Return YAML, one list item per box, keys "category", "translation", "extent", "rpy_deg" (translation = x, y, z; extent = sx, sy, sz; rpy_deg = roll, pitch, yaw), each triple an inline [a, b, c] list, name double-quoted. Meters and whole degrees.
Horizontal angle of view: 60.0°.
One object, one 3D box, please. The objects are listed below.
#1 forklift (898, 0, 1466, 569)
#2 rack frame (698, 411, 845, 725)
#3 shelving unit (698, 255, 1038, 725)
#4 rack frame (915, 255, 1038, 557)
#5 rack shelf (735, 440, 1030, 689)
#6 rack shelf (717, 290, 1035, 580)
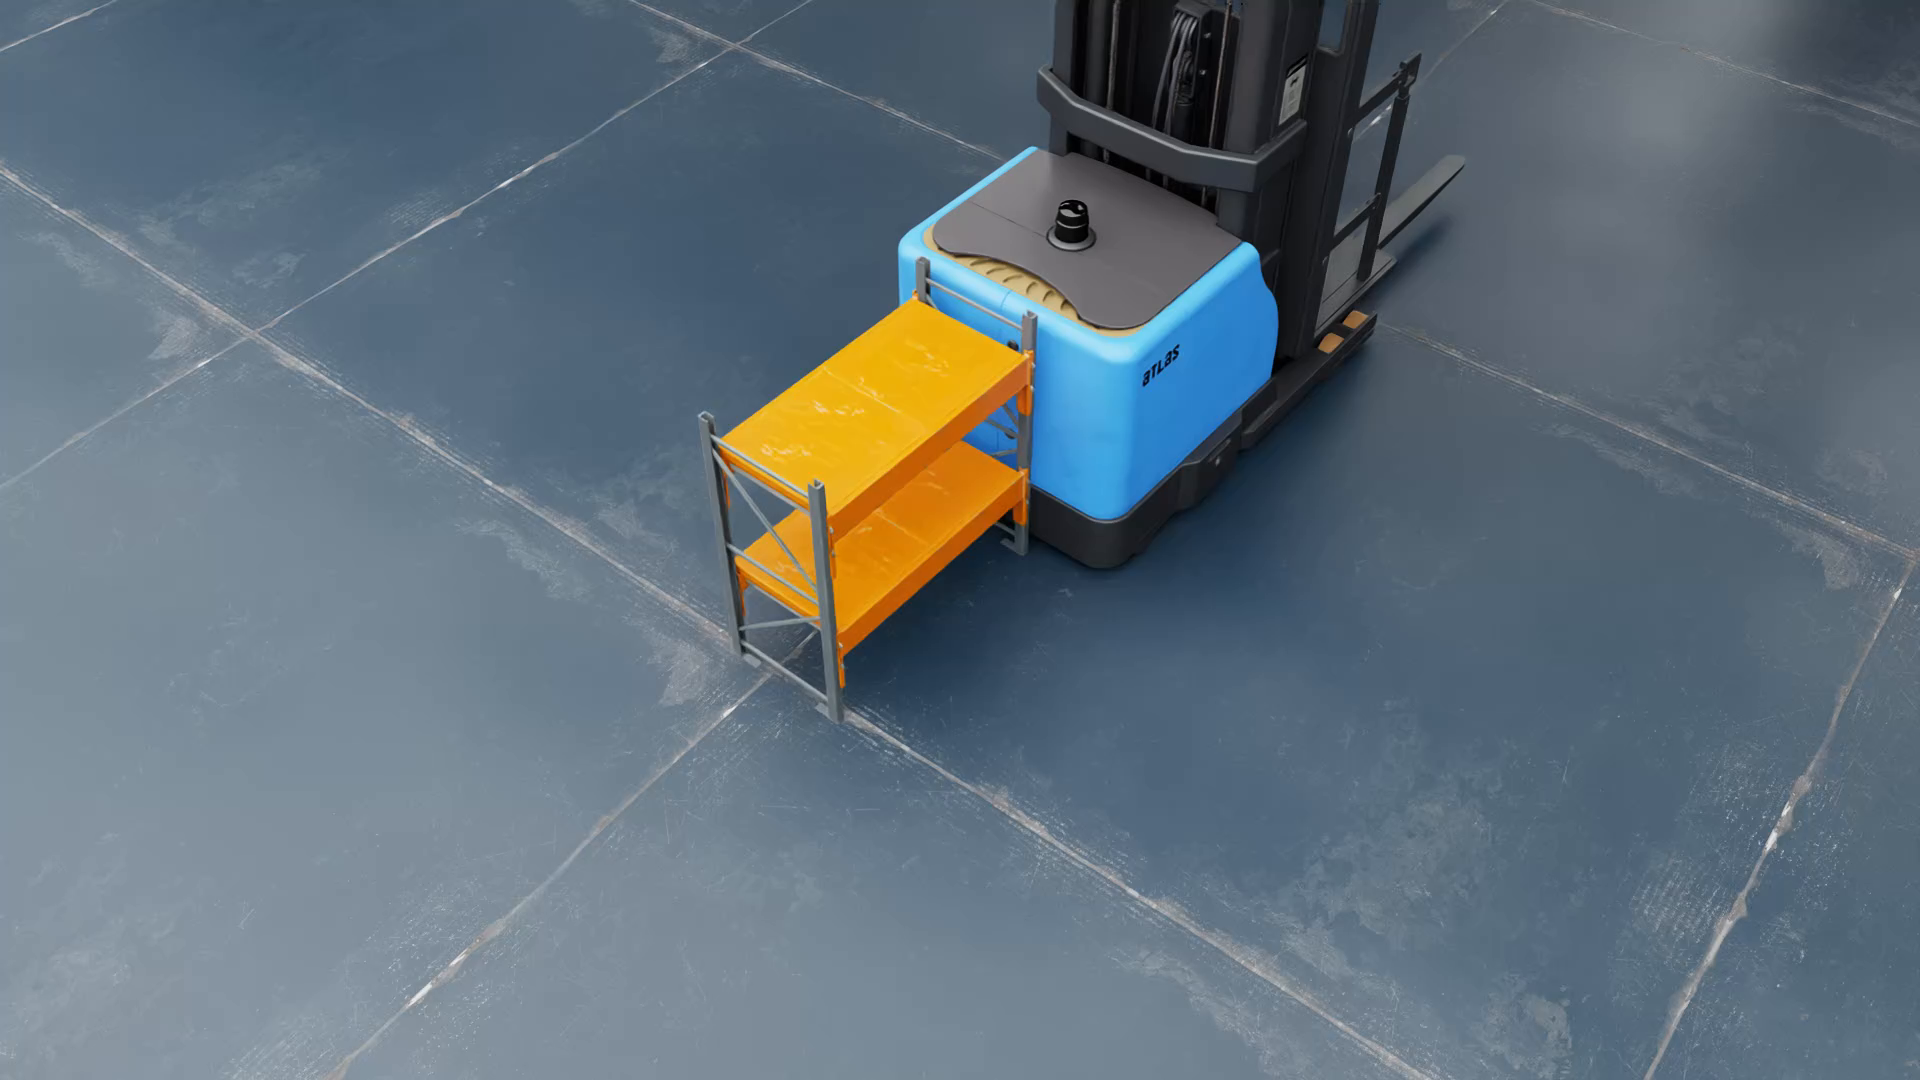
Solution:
- category: "forklift"
  translation: [1.093, -1.912, 6.049]
  extent: [1.130, 2.935, 3.031]
  rpy_deg: [31, 54, 26]
- category: "rack frame"
  translation: [-0.596, 0.118, 5.360]
  extent: [0.500, 1.125, 0.032]
  rpy_deg: [31, 54, 26]
- category: "shelving unit"
  translation: [-0.273, -0.166, 5.630]
  extent: [0.538, 1.125, 1.048]
  rpy_deg: [31, 54, 26]
- category: "rack frame"
  translation: [0.051, -0.449, 5.901]
  extent: [0.500, 1.125, 0.032]
  rpy_deg: [31, 54, 26]
- category: "rack shelf"
  translation: [-0.273, 0.003, 5.807]
  extent: [0.538, 0.278, 1.000]
  rpy_deg: [31, 54, 26]
- category: "rack shelf"
  translation: [-0.273, -0.368, 5.419]
  extent: [0.538, 0.278, 1.000]
  rpy_deg: [31, 54, 26]
